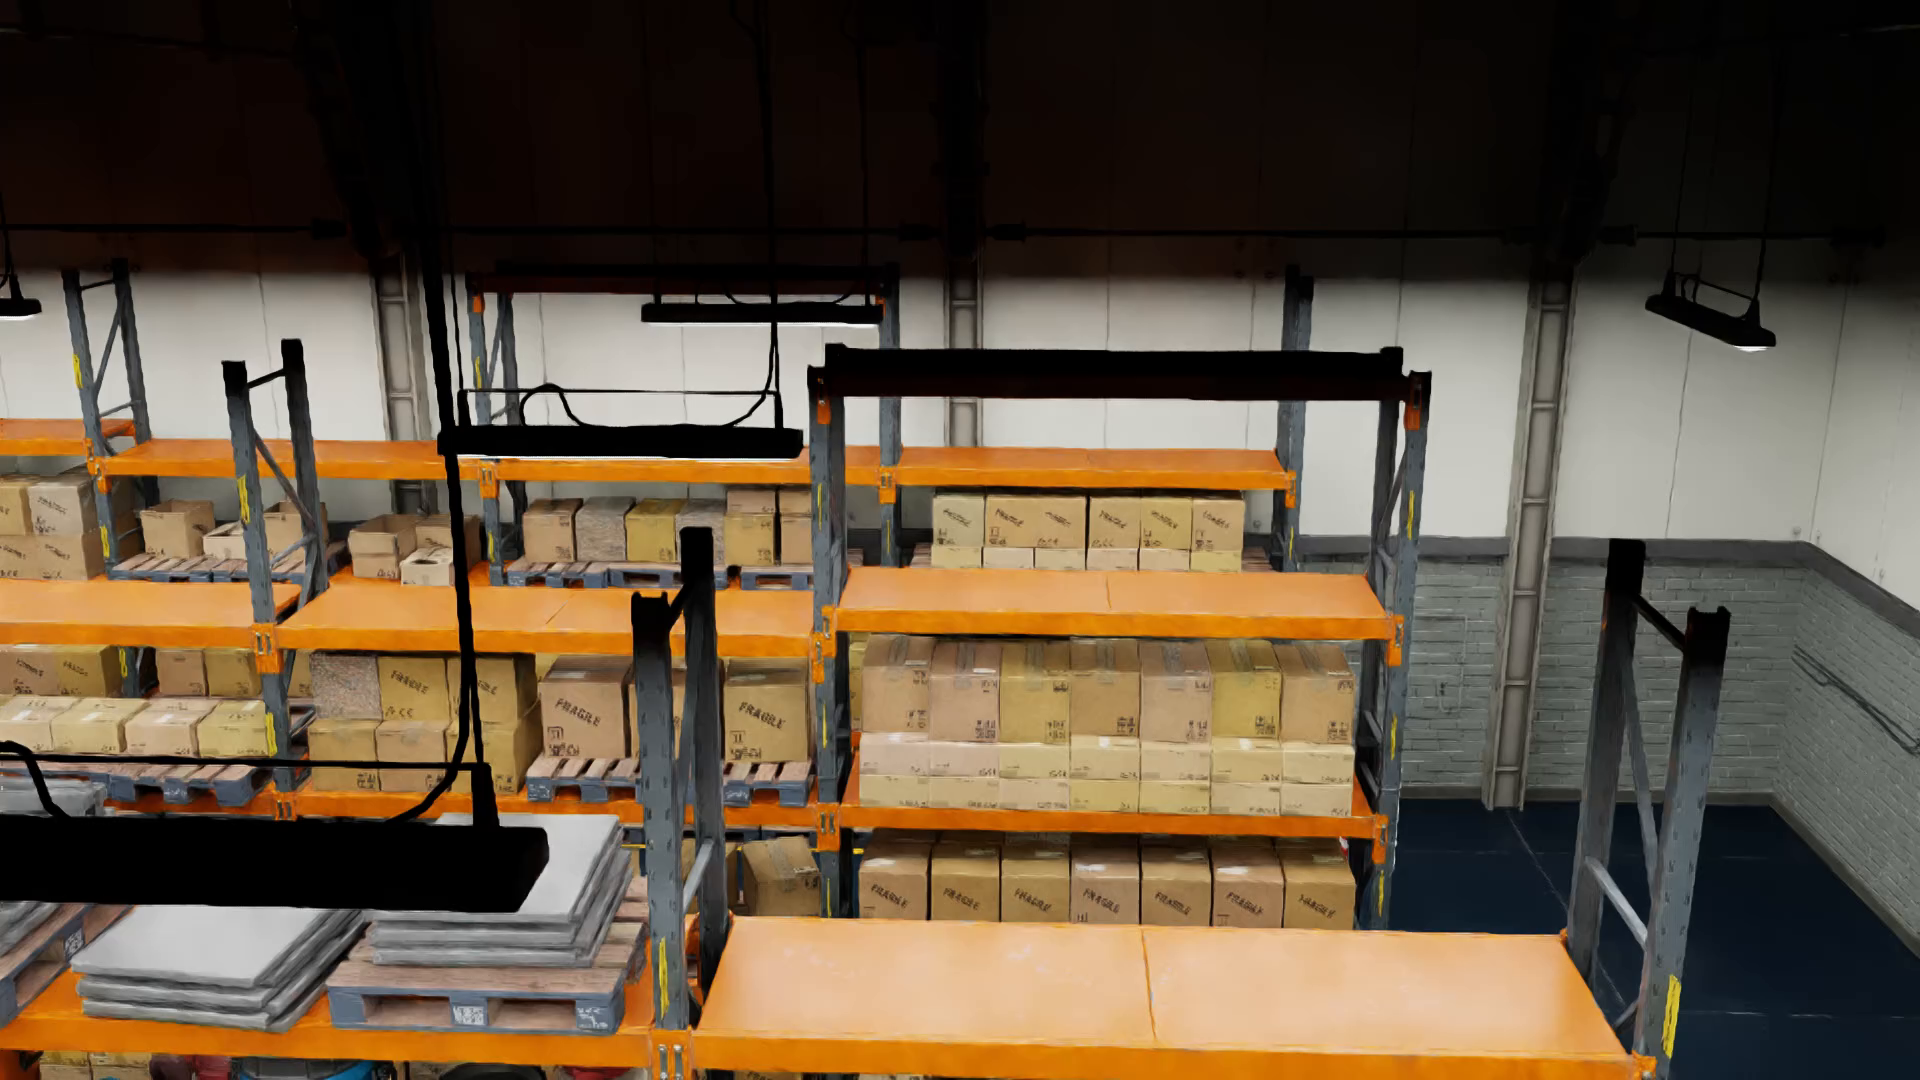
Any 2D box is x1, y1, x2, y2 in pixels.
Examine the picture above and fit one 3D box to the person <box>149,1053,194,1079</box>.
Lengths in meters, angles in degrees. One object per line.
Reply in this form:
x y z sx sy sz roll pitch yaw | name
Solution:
-5.465 4.006 11.667 1.102 1.715 0.580 -1 16 -5 | person
